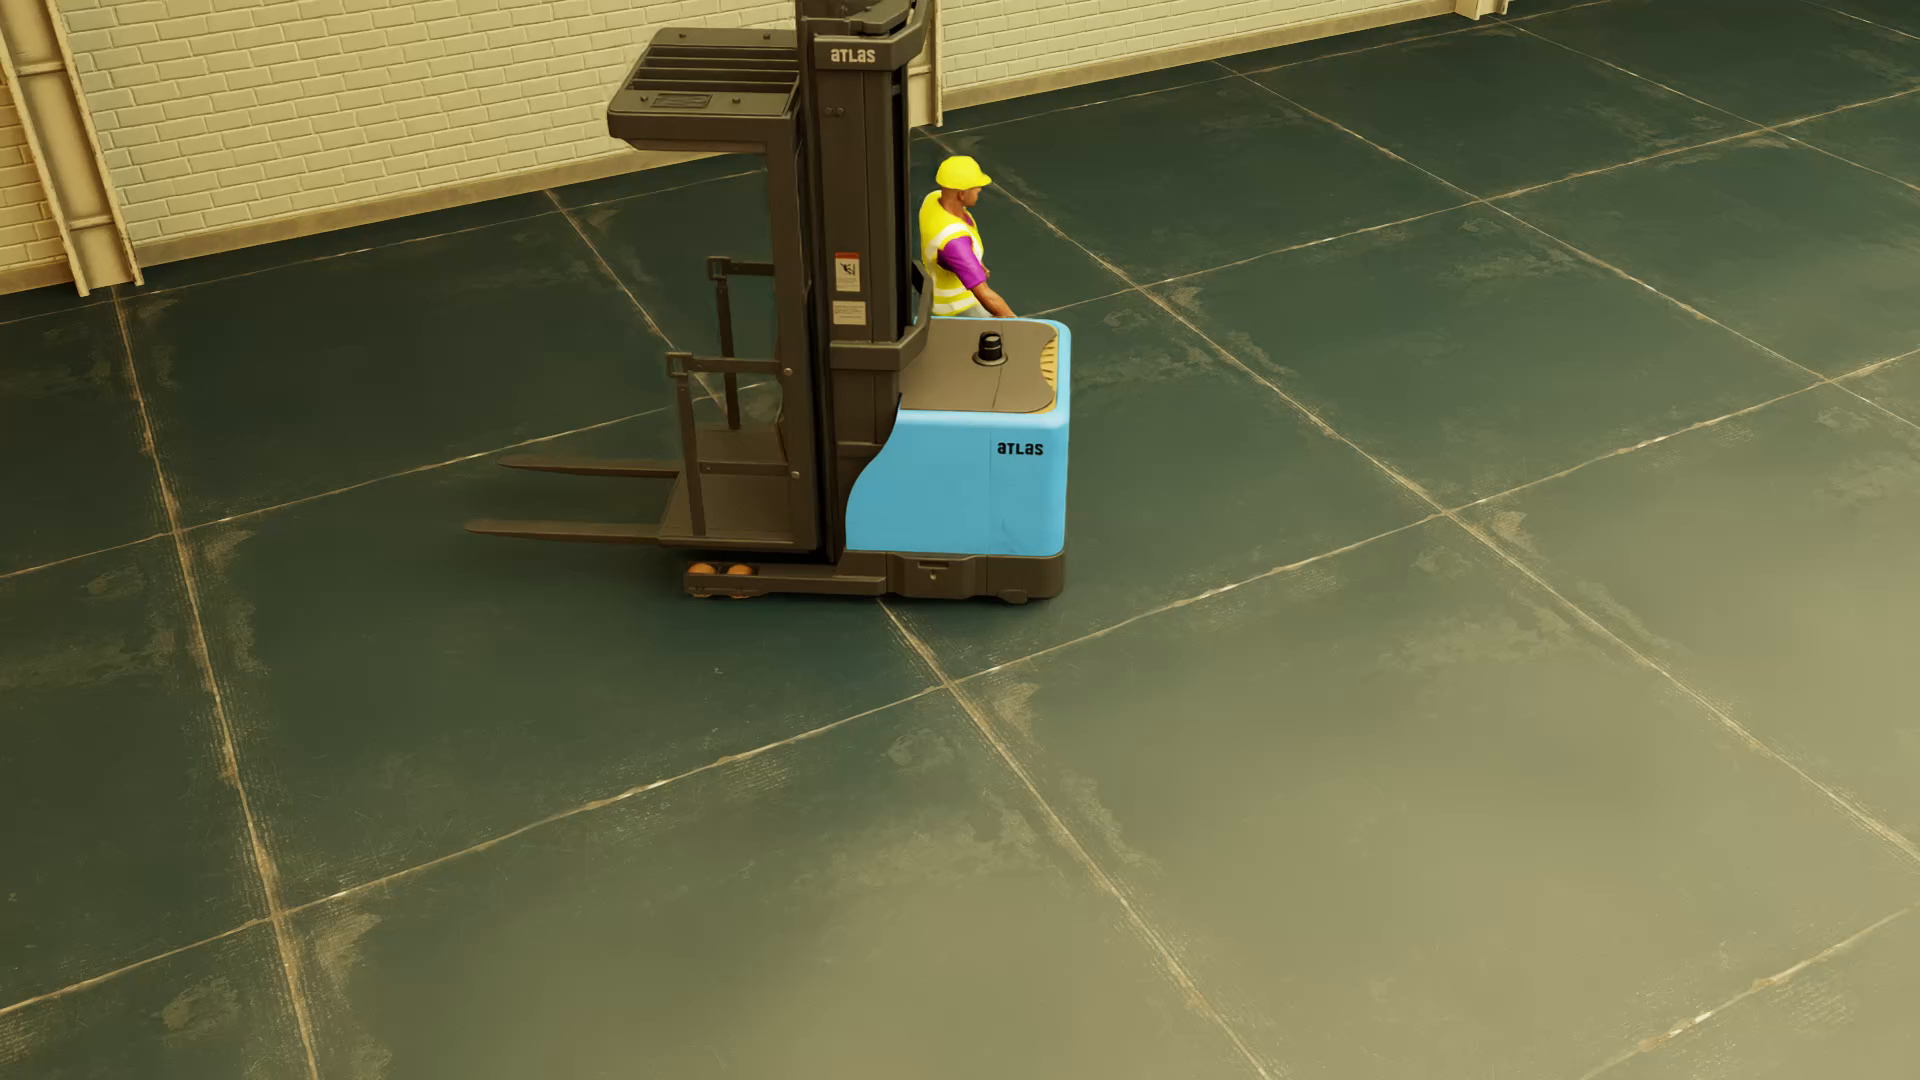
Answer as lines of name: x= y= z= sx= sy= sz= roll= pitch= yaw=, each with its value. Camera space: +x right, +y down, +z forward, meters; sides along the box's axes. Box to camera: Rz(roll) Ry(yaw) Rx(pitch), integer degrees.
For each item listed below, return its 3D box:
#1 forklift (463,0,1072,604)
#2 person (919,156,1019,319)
forklift: x=-0.969 y=-1.207 z=7.831 sx=3.031 sy=2.935 sz=1.130 roll=2 pitch=35 yaw=3
person: x=0.083 y=-1.324 z=9.144 sx=0.581 sy=1.678 sz=0.834 roll=-4 pitch=35 yaw=-6
